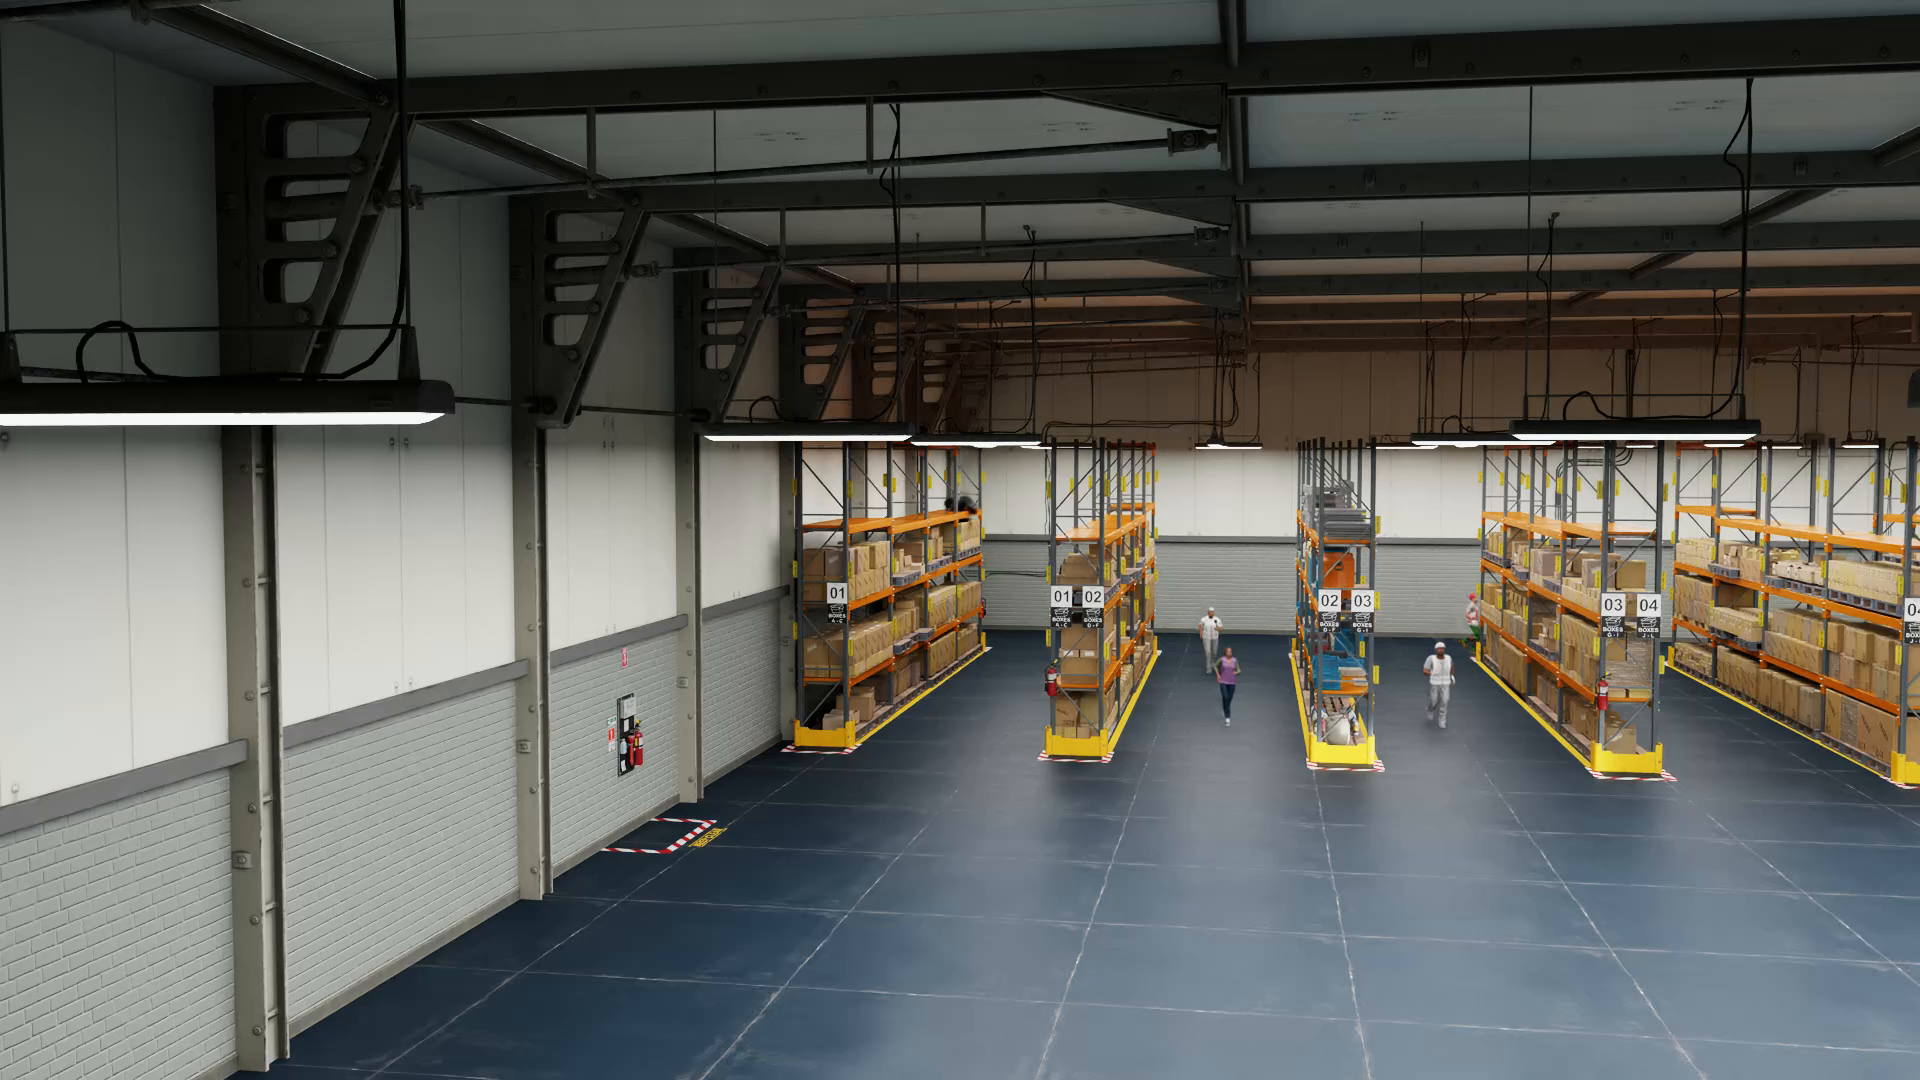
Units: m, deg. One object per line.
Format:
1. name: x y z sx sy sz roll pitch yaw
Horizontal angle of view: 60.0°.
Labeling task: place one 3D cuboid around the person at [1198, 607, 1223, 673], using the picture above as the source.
1. person: 6.528 2.584 43.265 0.601 1.663 0.937 0 3 0

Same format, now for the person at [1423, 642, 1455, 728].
1. person: 9.973 3.000 34.627 0.699 1.759 0.847 0 3 -1

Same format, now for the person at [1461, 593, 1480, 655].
1. person: 14.509 2.376 47.081 0.593 1.745 0.662 2 3 28

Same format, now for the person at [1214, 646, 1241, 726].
1. person: 5.655 3.054 35.130 0.534 1.626 0.830 0 3 -4
